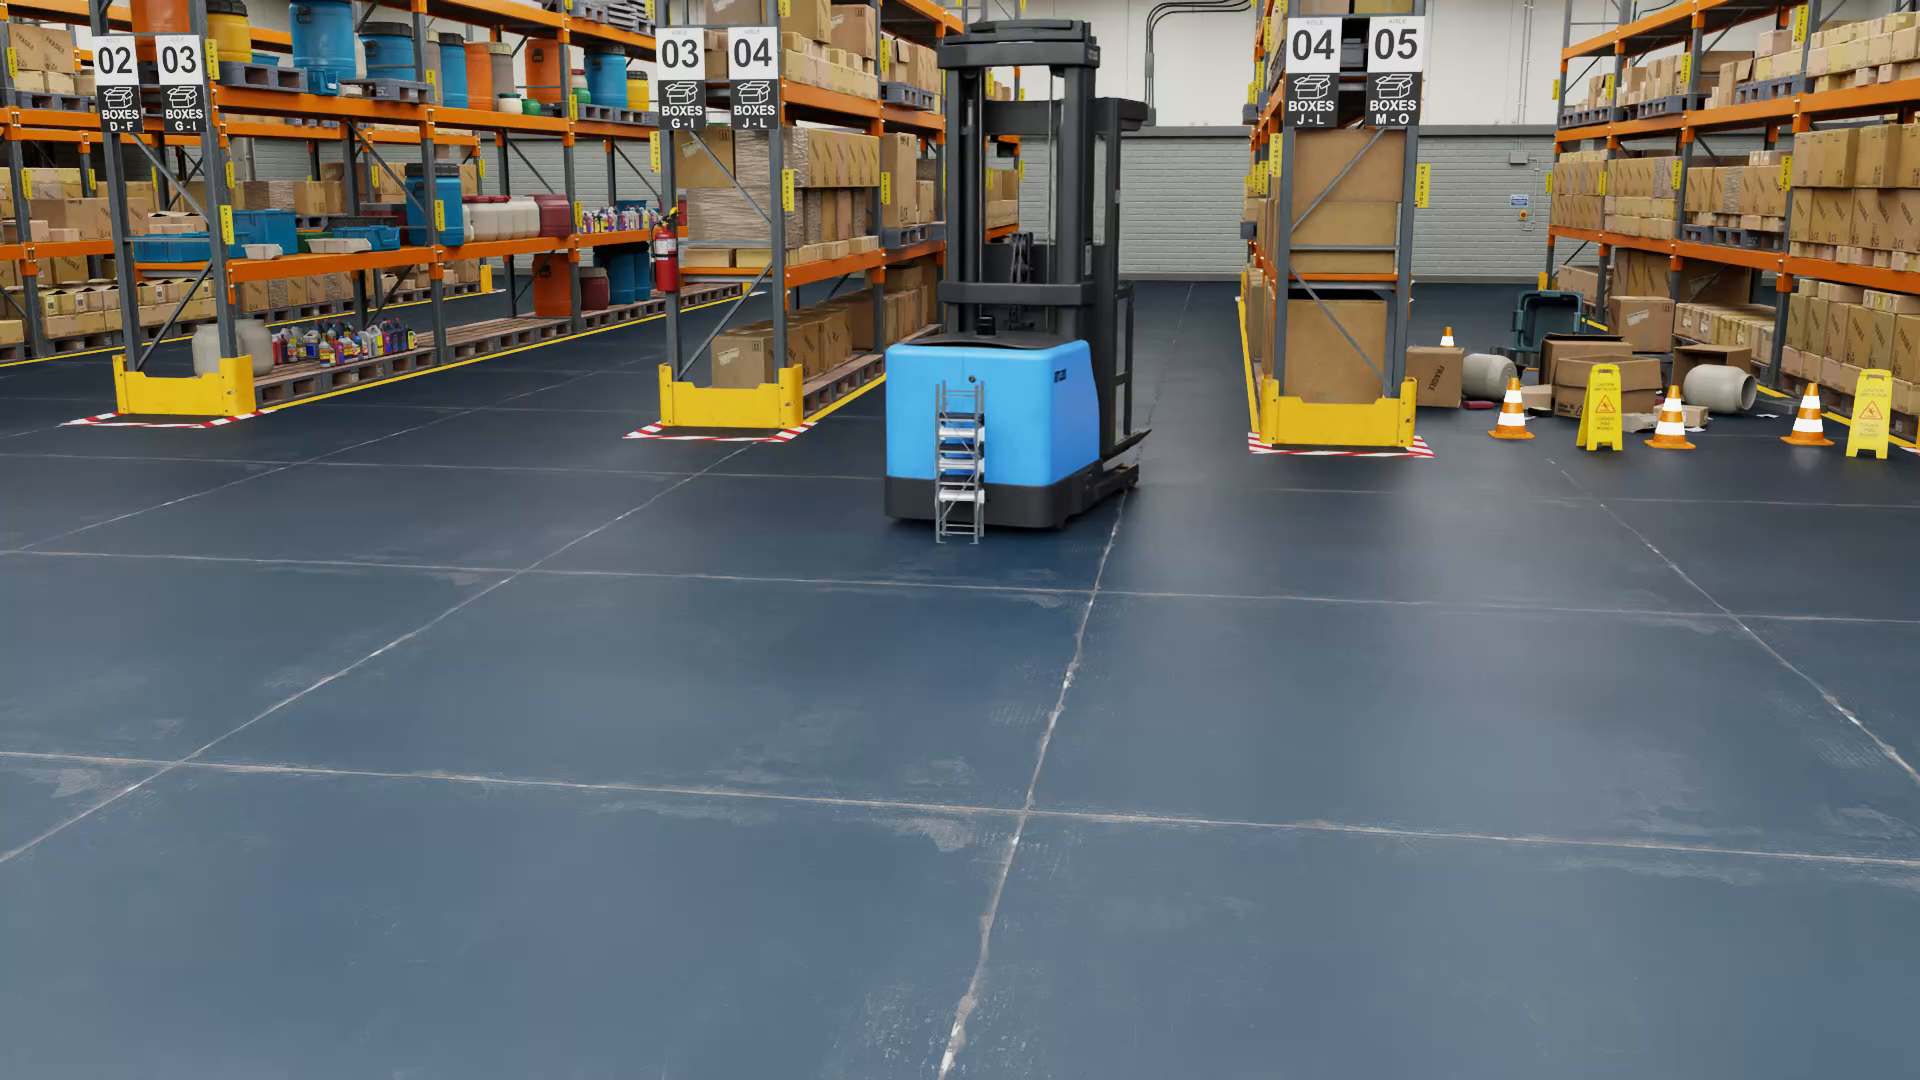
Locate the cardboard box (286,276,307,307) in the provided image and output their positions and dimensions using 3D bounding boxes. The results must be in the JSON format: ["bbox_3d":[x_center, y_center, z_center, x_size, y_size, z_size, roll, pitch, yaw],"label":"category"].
[{"bbox_3d":[-9.979,-3.704,24.450,0.500,0.500,0.500,2,12,8],"label":"cardboard box"}]

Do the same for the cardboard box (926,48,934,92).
[{"bbox_3d":[-0.595,-5.635,19.979,0.500,0.500,0.500,2,12,9],"label":"cardboard box"}]

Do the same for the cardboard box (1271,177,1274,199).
[{"bbox_3d":[3.290,-3.375,15.116,0.875,0.550,0.550,2,12,9],"label":"cardboard box"}]

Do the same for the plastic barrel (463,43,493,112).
[{"bbox_3d":[-6.036,-5.627,20.344,0.600,0.830,0.708,2,12,9],"label":"plastic barrel"}]

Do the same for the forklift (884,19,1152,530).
[{"bbox_3d":[0.552,-1.762,10.711,1.130,2.935,3.031,5,13,20],"label":"forklift"}]

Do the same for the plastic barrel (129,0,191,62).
[{"bbox_3d":[-6.876,-4.572,14.453,0.600,0.830,0.708,2,12,9],"label":"plastic barrel"}]

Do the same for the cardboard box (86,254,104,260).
[{"bbox_3d":[-14.771,-4.834,28.199,0.380,0.149,0.250,2,12,8],"label":"cardboard box"}]

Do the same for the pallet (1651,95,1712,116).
[{"bbox_3d":[9.138,-5.279,20.197,1.213,0.211,1.003,2,12,11],"label":"pallet"}]

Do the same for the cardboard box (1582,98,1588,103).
[{"bbox_3d":[10.342,-6.985,26.787,0.500,0.250,0.500,1,12,3],"label":"cardboard box"}]

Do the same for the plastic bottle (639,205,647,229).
[{"bbox_3d":[-4.797,-4.857,25.030,0.144,0.351,0.185,2,12,9],"label":"plastic bottle"}]

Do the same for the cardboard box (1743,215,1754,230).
[{"bbox_3d":[8.381,-3.297,17.273,0.380,0.149,0.250,2,12,9],"label":"cardboard box"}]

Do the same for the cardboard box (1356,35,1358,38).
[{"bbox_3d":[3.518,-4.165,13.940,0.380,0.149,0.250,2,12,8],"label":"cardboard box"}]

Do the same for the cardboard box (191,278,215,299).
[{"bbox_3d":[-10.326,-3.430,22.490,0.500,0.311,0.500,2,12,10],"label":"cardboard box"}]

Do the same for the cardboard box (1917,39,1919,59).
[{"bbox_3d":[7.766,-3.862,12.823,0.500,0.250,0.500,2,12,8],"label":"cardboard box"}]

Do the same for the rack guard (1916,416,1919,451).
[{"bbox_3d":[7.873,-0.898,12.473,1.175,0.500,0.348,2,12,9],"label":"rack guard"}]

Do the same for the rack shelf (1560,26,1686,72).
[{"bbox_3d":[10.014,-7.404,25.145,1.077,0.370,4.000,2,12,9],"label":"rack shelf"}]

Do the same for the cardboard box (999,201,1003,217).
[{"bbox_3d":[0.401,-5.296,26.597,0.500,0.250,0.500,2,12,10],"label":"cardboard box"}]

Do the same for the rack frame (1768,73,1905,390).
[{"bbox_3d":[8.476,-2.937,16.000,1.000,3.000,0.127,2,12,9],"label":"rack frame"}]

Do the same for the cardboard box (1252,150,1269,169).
[{"bbox_3d":[4.605,-5.531,24.721,0.500,0.500,0.500,1,12,7],"label":"cardboard box"}]

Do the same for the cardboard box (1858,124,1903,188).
[{"bbox_3d":[7.786,-3.115,13.511,0.700,0.500,0.500,2,12,8],"label":"cardboard box"}]

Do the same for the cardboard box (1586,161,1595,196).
[{"bbox_3d":[9.593,-5.352,24.597,0.500,0.500,0.500,2,12,8],"label":"cardboard box"}]

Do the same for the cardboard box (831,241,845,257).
[{"bbox_3d":[-1.303,-2.769,15.817,0.380,0.149,0.250,2,12,9],"label":"cardboard box"}]

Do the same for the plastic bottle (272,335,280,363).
[{"bbox_3d":[-6.910,-1.917,16.690,0.152,0.276,0.135,2,12,9],"label":"plastic bottle"}]

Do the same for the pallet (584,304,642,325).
[{"bbox_3d":[-5.324,-3.306,24.334,1.003,0.211,1.213,2,12,9],"label":"pallet"}]

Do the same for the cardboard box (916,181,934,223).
[{"bbox_3d":[-0.731,-4.111,20.217,0.700,0.500,0.500,4,13,17],"label":"cardboard box"}]

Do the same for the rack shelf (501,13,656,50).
[{"bbox_3d":[-5.287,-7.053,23.516,1.077,0.370,4.000,2,12,9],"label":"rack shelf"}]

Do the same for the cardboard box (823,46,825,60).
[{"bbox_3d":[-1.434,-4.386,15.014,0.380,0.149,0.250,2,12,8],"label":"cardboard box"}]

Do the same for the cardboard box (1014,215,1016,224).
[{"bbox_3d":[0.762,-5.494,28.462,0.380,0.149,0.250,2,12,9],"label":"cardboard box"}]

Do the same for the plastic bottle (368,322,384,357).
[{"bbox_3d":[-6.103,-2.088,17.304,0.144,0.351,0.185,2,12,8],"label":"plastic bottle"}]

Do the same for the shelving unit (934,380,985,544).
[{"bbox_3d":[0.000,-0.441,9.404,0.258,0.900,0.210,2,12,10],"label":"shelving unit"}]

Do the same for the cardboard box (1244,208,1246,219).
[{"bbox_3d":[3.967,-4.322,22.026,0.380,0.149,0.250,1,12,6],"label":"cardboard box"}]

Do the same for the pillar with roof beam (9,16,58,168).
[{"bbox_3d":[-11.262,-8.371,26.978,9.100,9.000,0.400,2,12,9],"label":"pillar with roof beam"}]

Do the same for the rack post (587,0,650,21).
[{"bbox_3d":[-5.140,-7.805,24.528,0.937,0.300,0.954,2,12,8],"label":"rack post"}]

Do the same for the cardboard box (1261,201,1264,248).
[{"bbox_3d":[3.464,-3.347,17.668,0.500,0.500,0.500,2,12,8],"label":"cardboard box"}]

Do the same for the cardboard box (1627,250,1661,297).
[{"bbox_3d":[9.559,-3.449,22.422,0.875,0.875,0.875,2,12,10],"label":"cardboard box"}]

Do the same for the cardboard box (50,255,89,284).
[{"bbox_3d":[-14.740,-4.419,26.986,0.750,0.750,0.750,2,12,9],"label":"cardboard box"}]

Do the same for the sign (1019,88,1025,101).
[{"bbox_3d":[1.064,-7.596,28.585,0.100,0.325,0.005,2,12,9],"label":"sign"}]

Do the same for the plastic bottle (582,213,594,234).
[{"bbox_3d":[-5.137,-4.366,22.927,0.152,0.276,0.135,2,12,9],"label":"plastic bottle"}]

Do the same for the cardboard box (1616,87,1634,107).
[{"bbox_3d":[9.284,-6.115,22.950,0.396,0.266,0.258,2,12,8],"label":"cardboard box"}]

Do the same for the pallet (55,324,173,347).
[{"bbox_3d":[-10.844,-2.626,21.176,1.003,0.211,1.213,2,12,9],"label":"pallet"}]

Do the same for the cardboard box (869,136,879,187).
[{"bbox_3d":[-1.113,-3.838,16.866,0.500,0.500,0.500,2,12,9],"label":"cardboard box"}]

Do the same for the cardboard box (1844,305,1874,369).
[{"bbox_3d":[7.888,-1.720,14.106,0.500,0.500,0.500,2,12,7],"label":"cardboard box"}]

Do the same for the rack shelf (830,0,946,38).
[{"bbox_3d":[-1.008,-6.059,18.907,1.077,0.370,4.000,2,12,9],"label":"rack shelf"}]

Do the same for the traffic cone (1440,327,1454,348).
[{"bbox_3d":[5.268,-2.066,17.982,0.336,0.463,0.334,2,12,9],"label":"traffic cone"}]

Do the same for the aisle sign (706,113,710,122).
[{"bbox_3d":[-4.647,-7.212,29.666,0.394,0.787,0.004,2,12,9],"label":"aisle sign"}]

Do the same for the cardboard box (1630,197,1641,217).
[{"bbox_3d":[9.128,-4.372,21.827,0.500,0.250,0.500,2,12,7],"label":"cardboard box"}]

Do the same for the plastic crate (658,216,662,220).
[{"bbox_3d":[-4.767,-5.076,26.411,0.396,0.136,0.243,2,12,9],"label":"plastic crate"}]

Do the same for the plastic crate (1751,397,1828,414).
[{"bbox_3d":[7.425,-1.209,14.914,0.402,0.080,0.583,-2,12,-11],"label":"plastic crate"}]

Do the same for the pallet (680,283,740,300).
[{"bbox_3d":[-4.529,-4.383,29.328,1.003,0.211,1.213,2,12,9],"label":"pallet"}]

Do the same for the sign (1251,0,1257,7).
[{"bbox_3d":[4.879,-9.020,27.580,0.100,0.325,0.005,2,12,9],"label":"sign"}]

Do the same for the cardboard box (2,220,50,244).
[{"bbox_3d":[-11.071,-3.610,19.480,0.500,0.250,0.500,3,12,12],"label":"cardboard box"}]

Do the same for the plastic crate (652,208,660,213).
[{"bbox_3d":[-4.976,-5.486,28.086,0.416,0.233,0.300,2,12,9],"label":"plastic crate"}]

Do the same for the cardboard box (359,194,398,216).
[{"bbox_3d":[-9.526,-5.391,27.151,0.500,0.500,0.500,2,12,10],"label":"cardboard box"}]

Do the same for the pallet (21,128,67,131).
[{"bbox_3d":[-14.861,-6.585,26.262,0.805,0.209,1.217,1,12,6],"label":"pallet"}]

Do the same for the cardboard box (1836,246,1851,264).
[{"bbox_3d":[7.905,-2.493,14.536,0.380,0.149,0.250,2,12,9],"label":"cardboard box"}]

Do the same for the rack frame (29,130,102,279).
[{"bbox_3d":[-14.769,-5.404,27.451,1.000,3.000,0.127,2,12,9],"label":"rack frame"}]
